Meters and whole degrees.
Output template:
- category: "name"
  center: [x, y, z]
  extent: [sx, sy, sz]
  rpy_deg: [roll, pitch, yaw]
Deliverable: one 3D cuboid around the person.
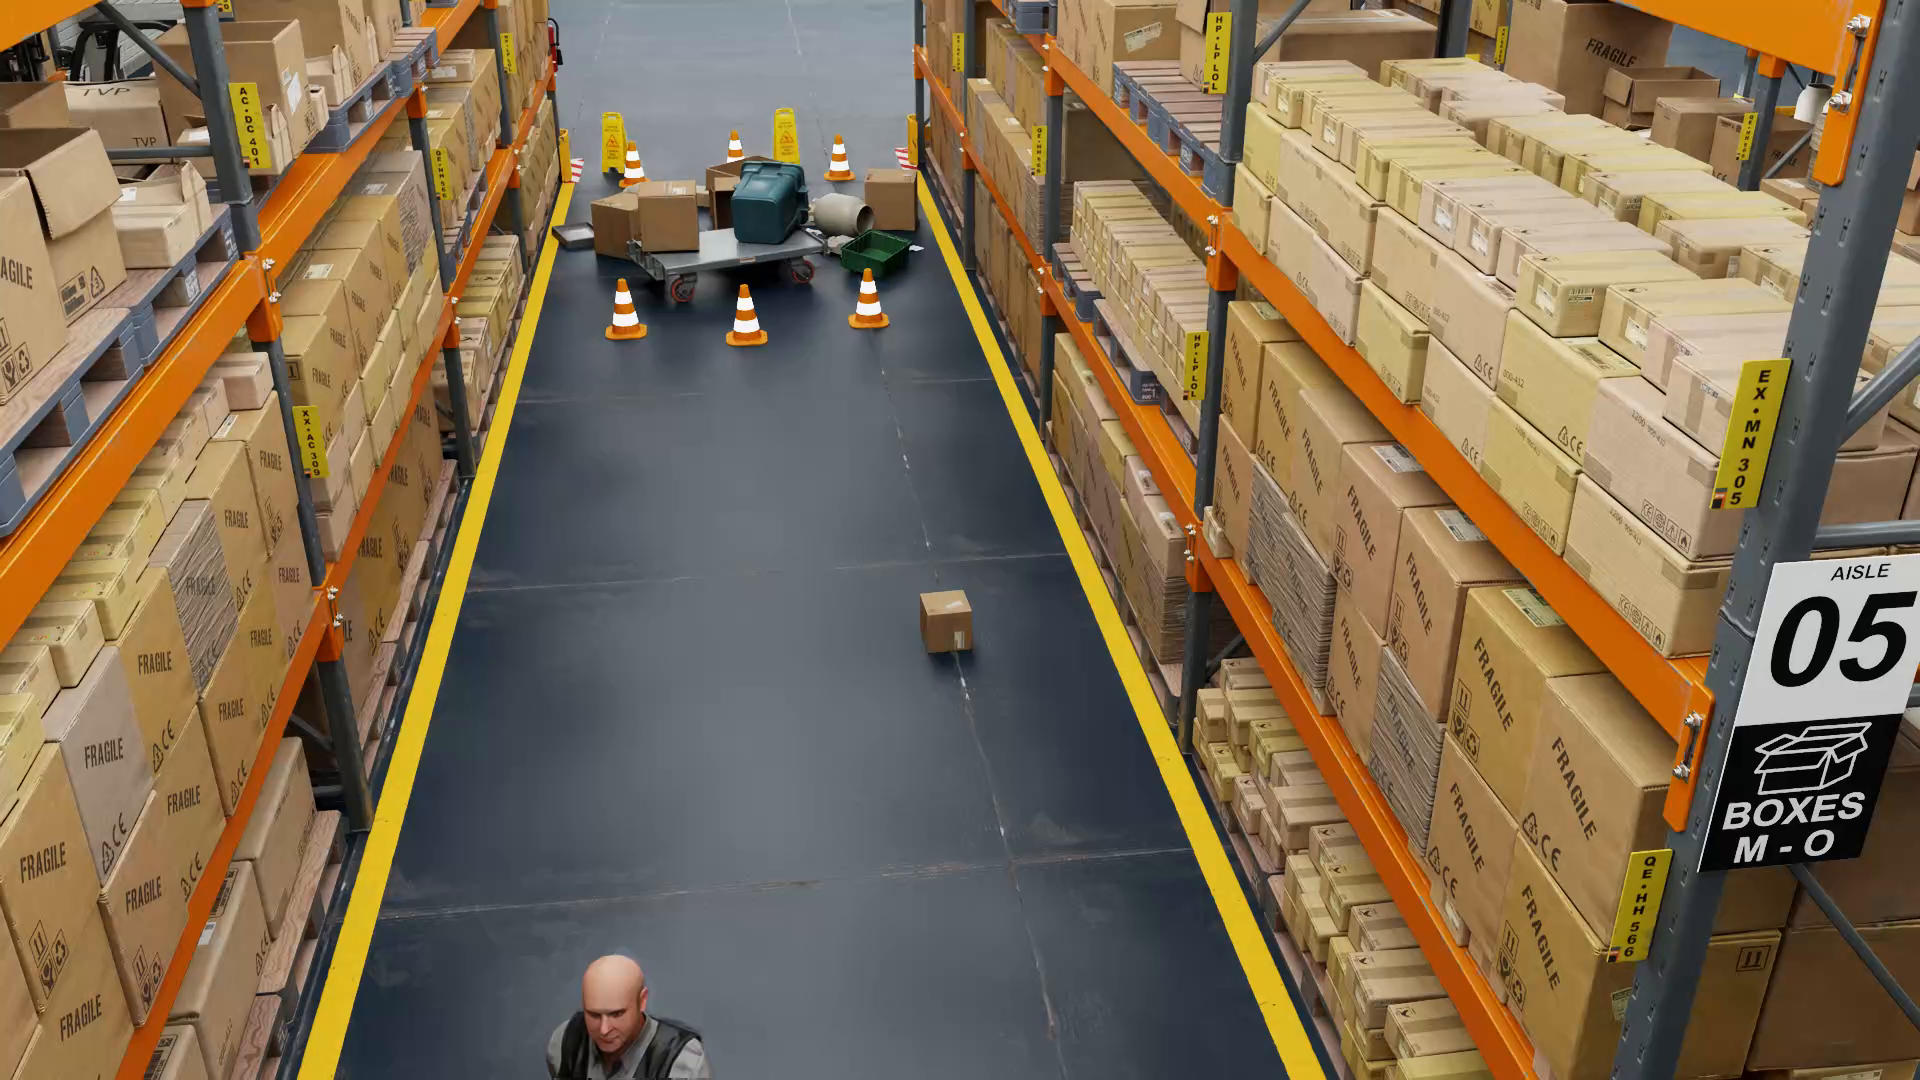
- category: "person"
  center: [-0.925, 1.912, 4.883]
  extent: [0.557, 1.694, 0.892]
  rpy_deg: [7, 28, 14]
